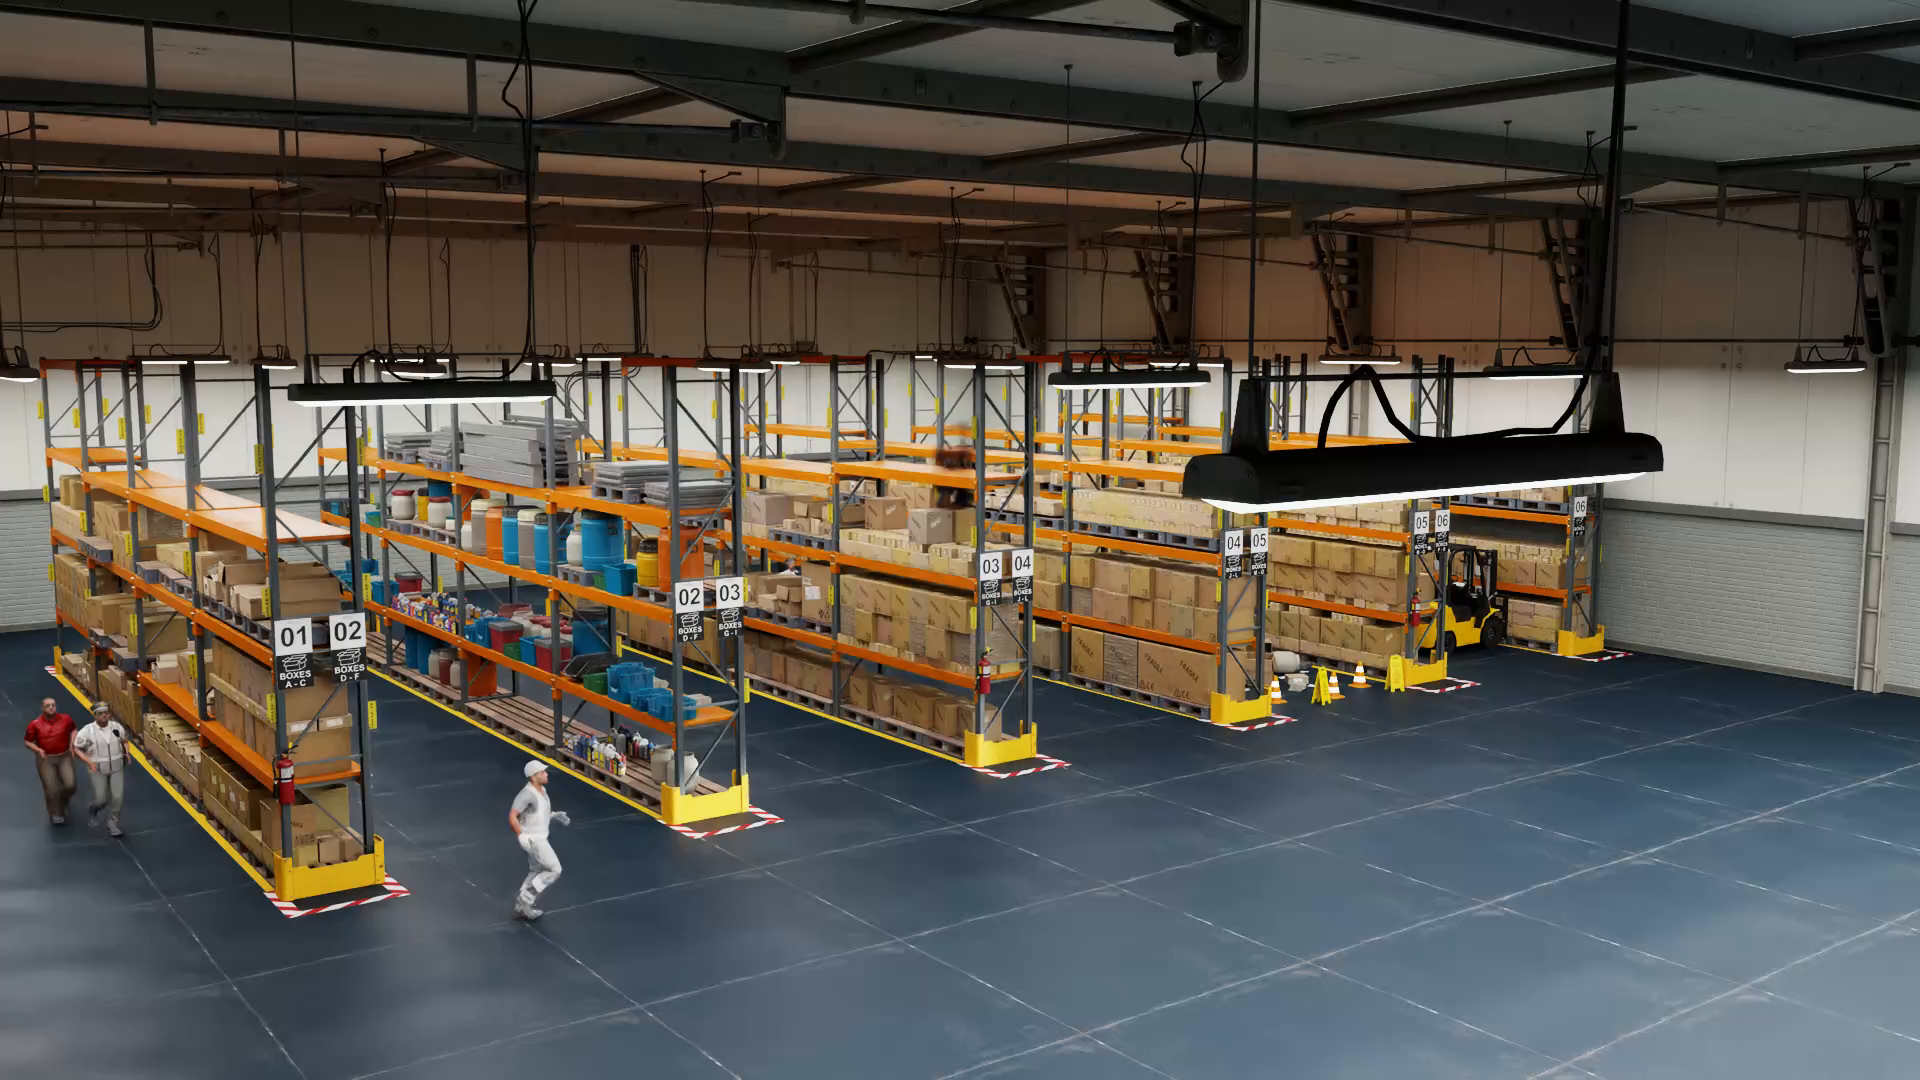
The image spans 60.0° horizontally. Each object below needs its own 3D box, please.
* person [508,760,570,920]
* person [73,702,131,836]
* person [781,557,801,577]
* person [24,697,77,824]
[{"bbox_3d":[-4.596,3.273,18.225,0.609,1.751,0.658,-1,7,-5],"label":"person"},{"bbox_3d":[-10.953,2.915,21.313,0.626,1.732,0.660,7,9,44],"label":"person"},{"bbox_3d":[-3.649,1.185,36.142,0.633,1.651,0.677,-5,8,-34],"label":"person"},{"bbox_3d":[-11.817,2.889,21.719,0.638,1.679,0.586,-6,9,-39],"label":"person"}]
